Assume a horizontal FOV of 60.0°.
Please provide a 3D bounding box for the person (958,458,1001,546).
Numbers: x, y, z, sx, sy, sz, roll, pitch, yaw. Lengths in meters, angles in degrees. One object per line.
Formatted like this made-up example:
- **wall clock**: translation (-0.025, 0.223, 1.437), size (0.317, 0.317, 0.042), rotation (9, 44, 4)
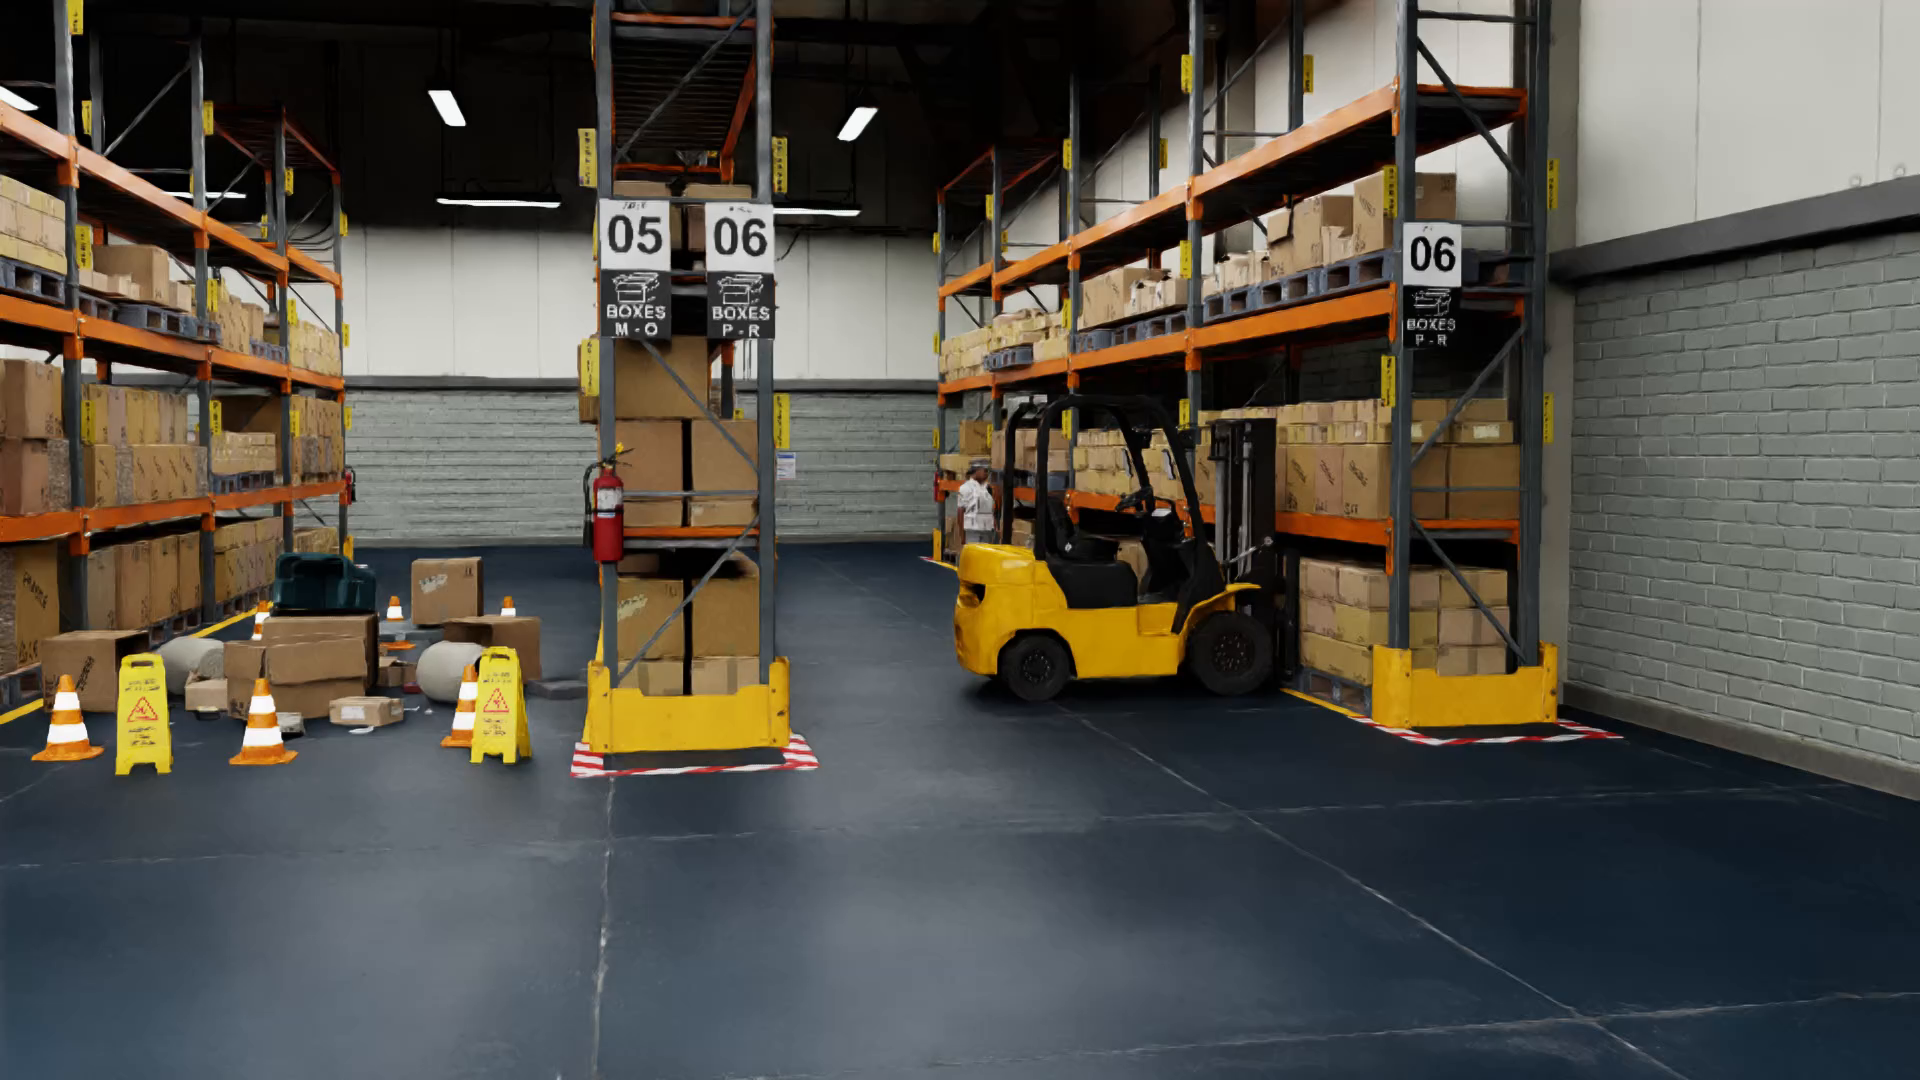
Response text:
- **person**: translation (0.268, -0.065, 18.246), size (0.468, 1.662, 0.584), rotation (-3, 4, -40)
